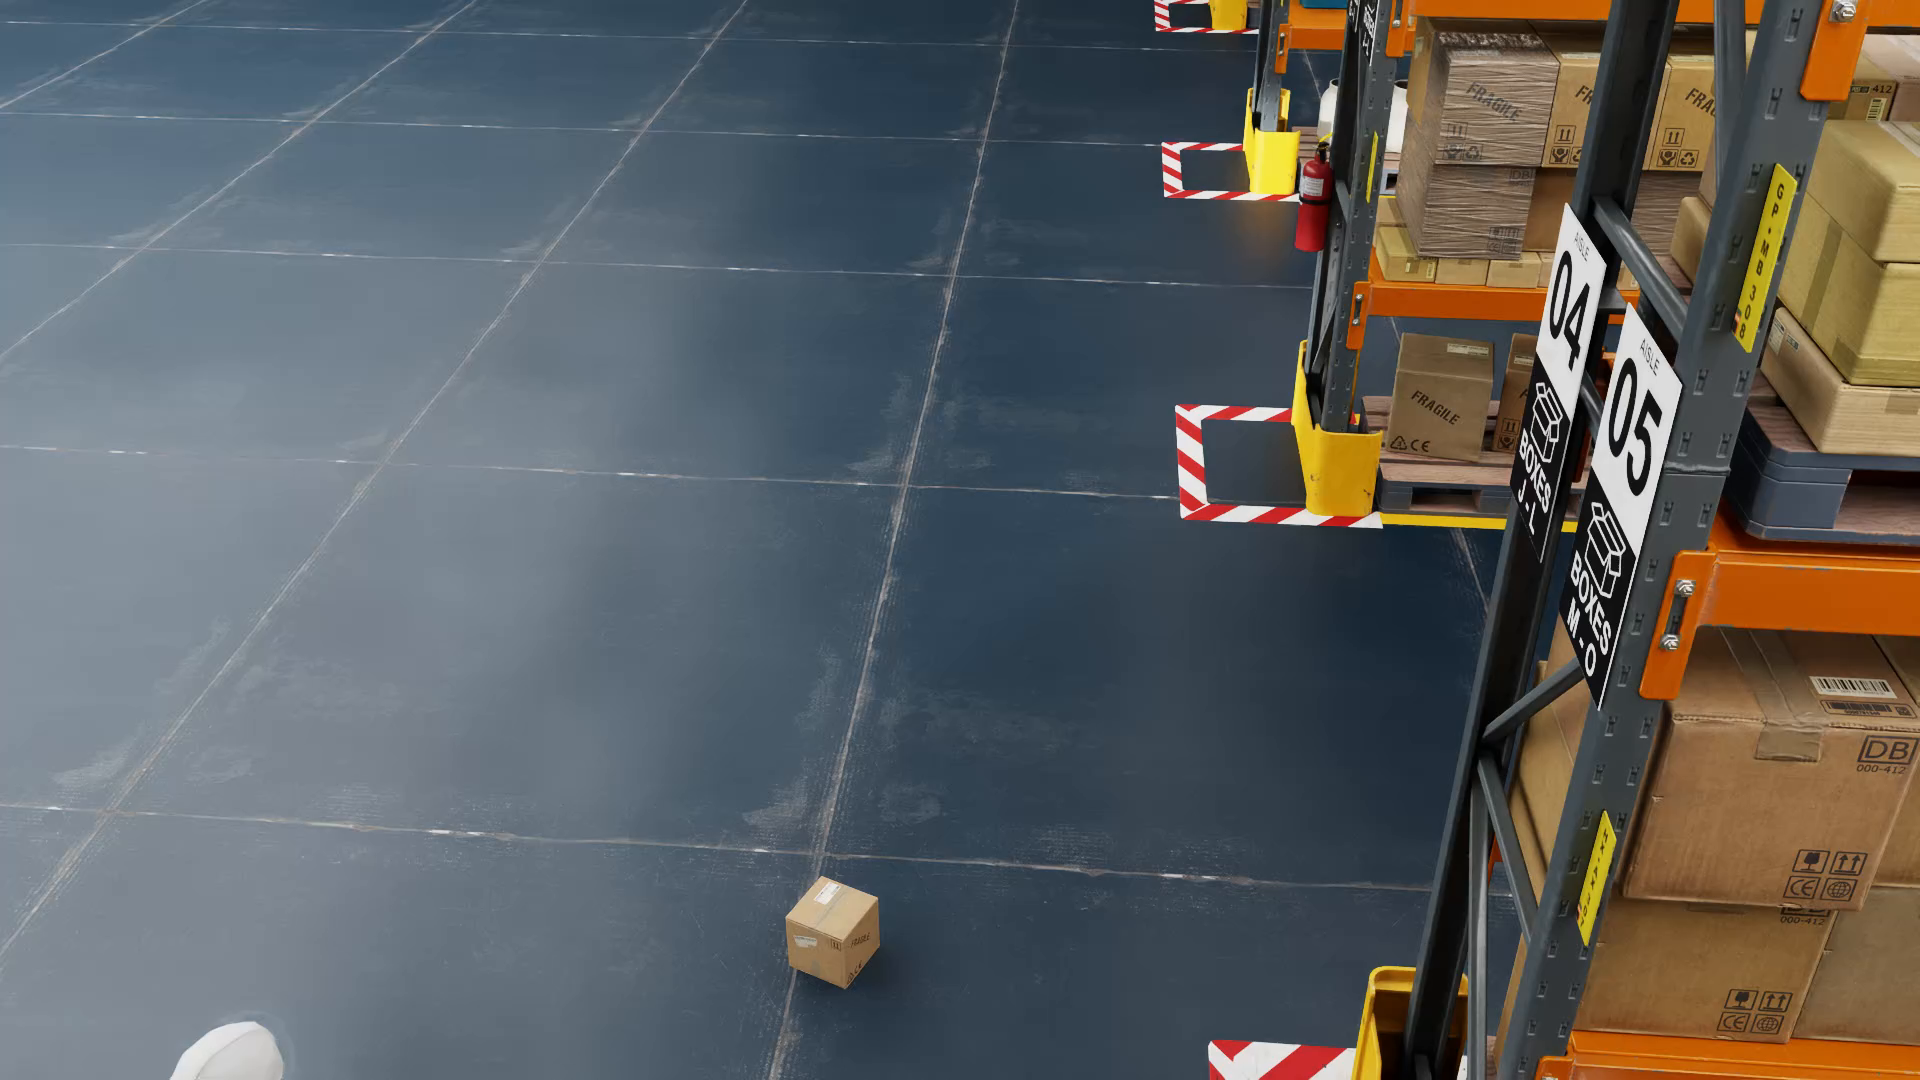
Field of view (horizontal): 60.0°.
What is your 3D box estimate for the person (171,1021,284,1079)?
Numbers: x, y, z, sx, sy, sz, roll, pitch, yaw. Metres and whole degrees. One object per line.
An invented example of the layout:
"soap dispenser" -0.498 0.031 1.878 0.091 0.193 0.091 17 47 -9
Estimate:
"person" -1.664 1.915 4.049 0.573 1.829 0.615 12 34 19
